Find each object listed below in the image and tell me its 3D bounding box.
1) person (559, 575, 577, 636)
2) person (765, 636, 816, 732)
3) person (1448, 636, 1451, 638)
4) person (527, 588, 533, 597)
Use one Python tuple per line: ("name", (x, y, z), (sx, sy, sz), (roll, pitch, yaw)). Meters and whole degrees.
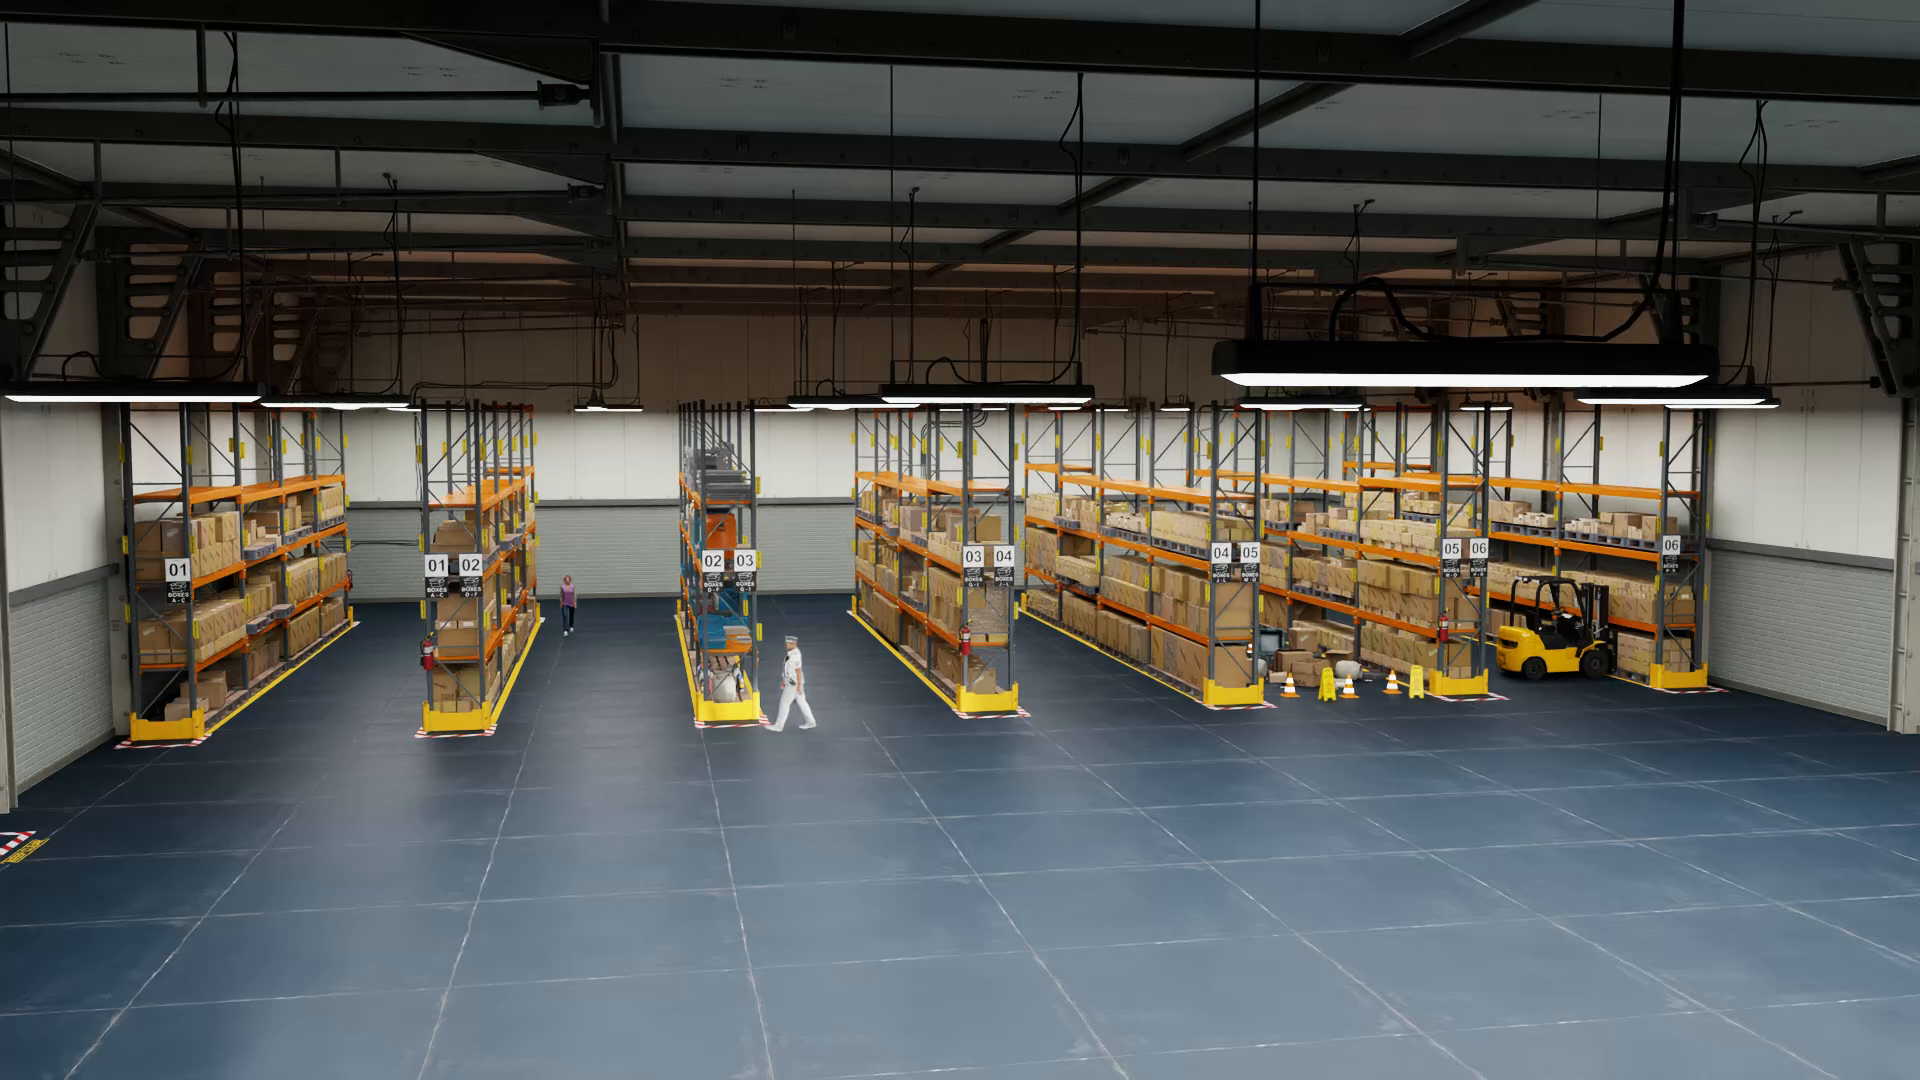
("person", (-10.157, 1.678, 43.091), (0.442, 1.540, 0.972), (-1, 4, -12))
("person", (-3.070, 2.591, 30.087), (0.908, 1.717, 0.551), (0, 4, -2))
("person", (11.824, 1.880, 40.521), (0.443, 1.623, 0.362), (-4, 6, -40))
("person", (-12.564, 1.218, 47.813), (0.720, 1.771, 0.556), (3, 5, 32))
